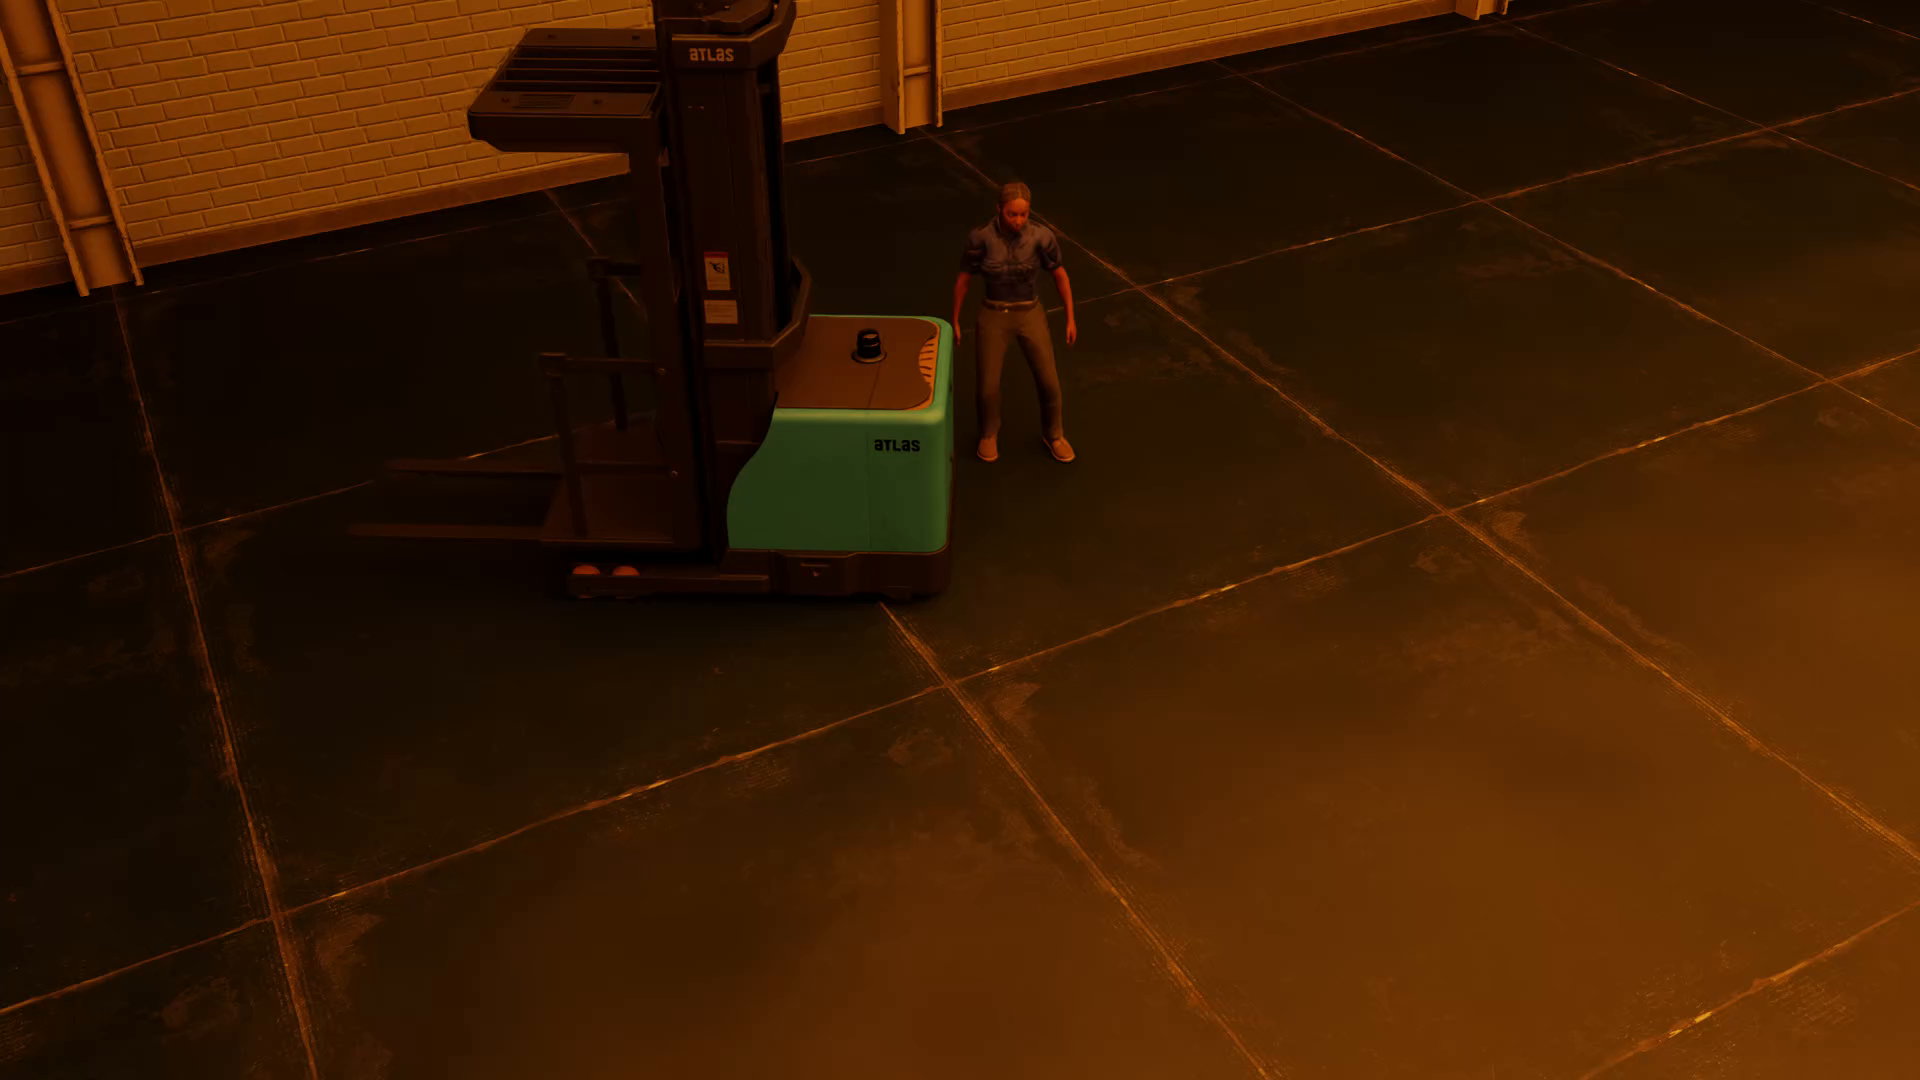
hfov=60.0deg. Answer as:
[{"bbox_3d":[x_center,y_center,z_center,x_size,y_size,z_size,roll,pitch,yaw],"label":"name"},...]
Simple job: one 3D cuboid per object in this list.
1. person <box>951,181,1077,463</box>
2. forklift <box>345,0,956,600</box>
[{"bbox_3d":[0.292,-1.165,8.912,0.700,1.619,0.322,0,35,0],"label":"person"},{"bbox_3d":[-1.553,-1.206,7.830,3.031,2.935,1.130,1,35,2],"label":"forklift"}]
